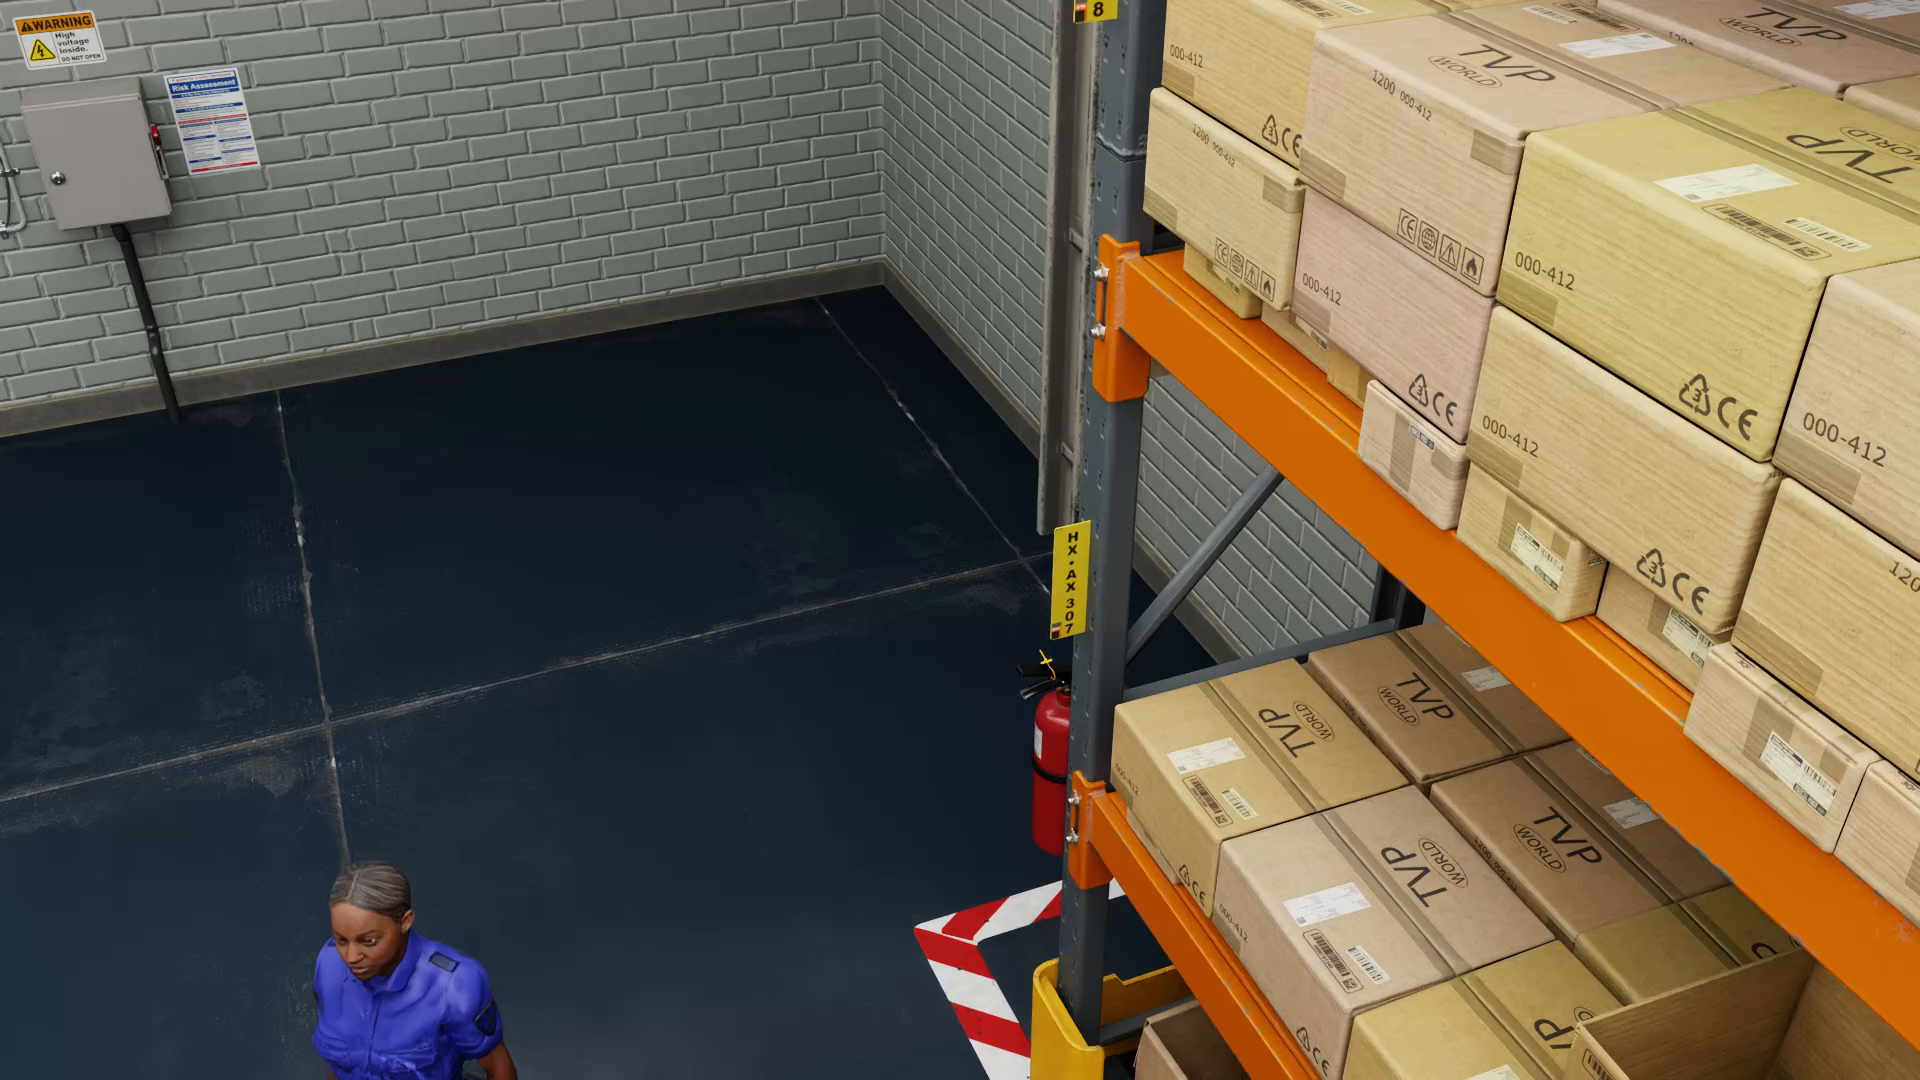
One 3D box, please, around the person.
[{"bbox_3d":[-1.283,1.428,3.985,0.439,1.666,0.438,10,35,15],"label":"person"}]
